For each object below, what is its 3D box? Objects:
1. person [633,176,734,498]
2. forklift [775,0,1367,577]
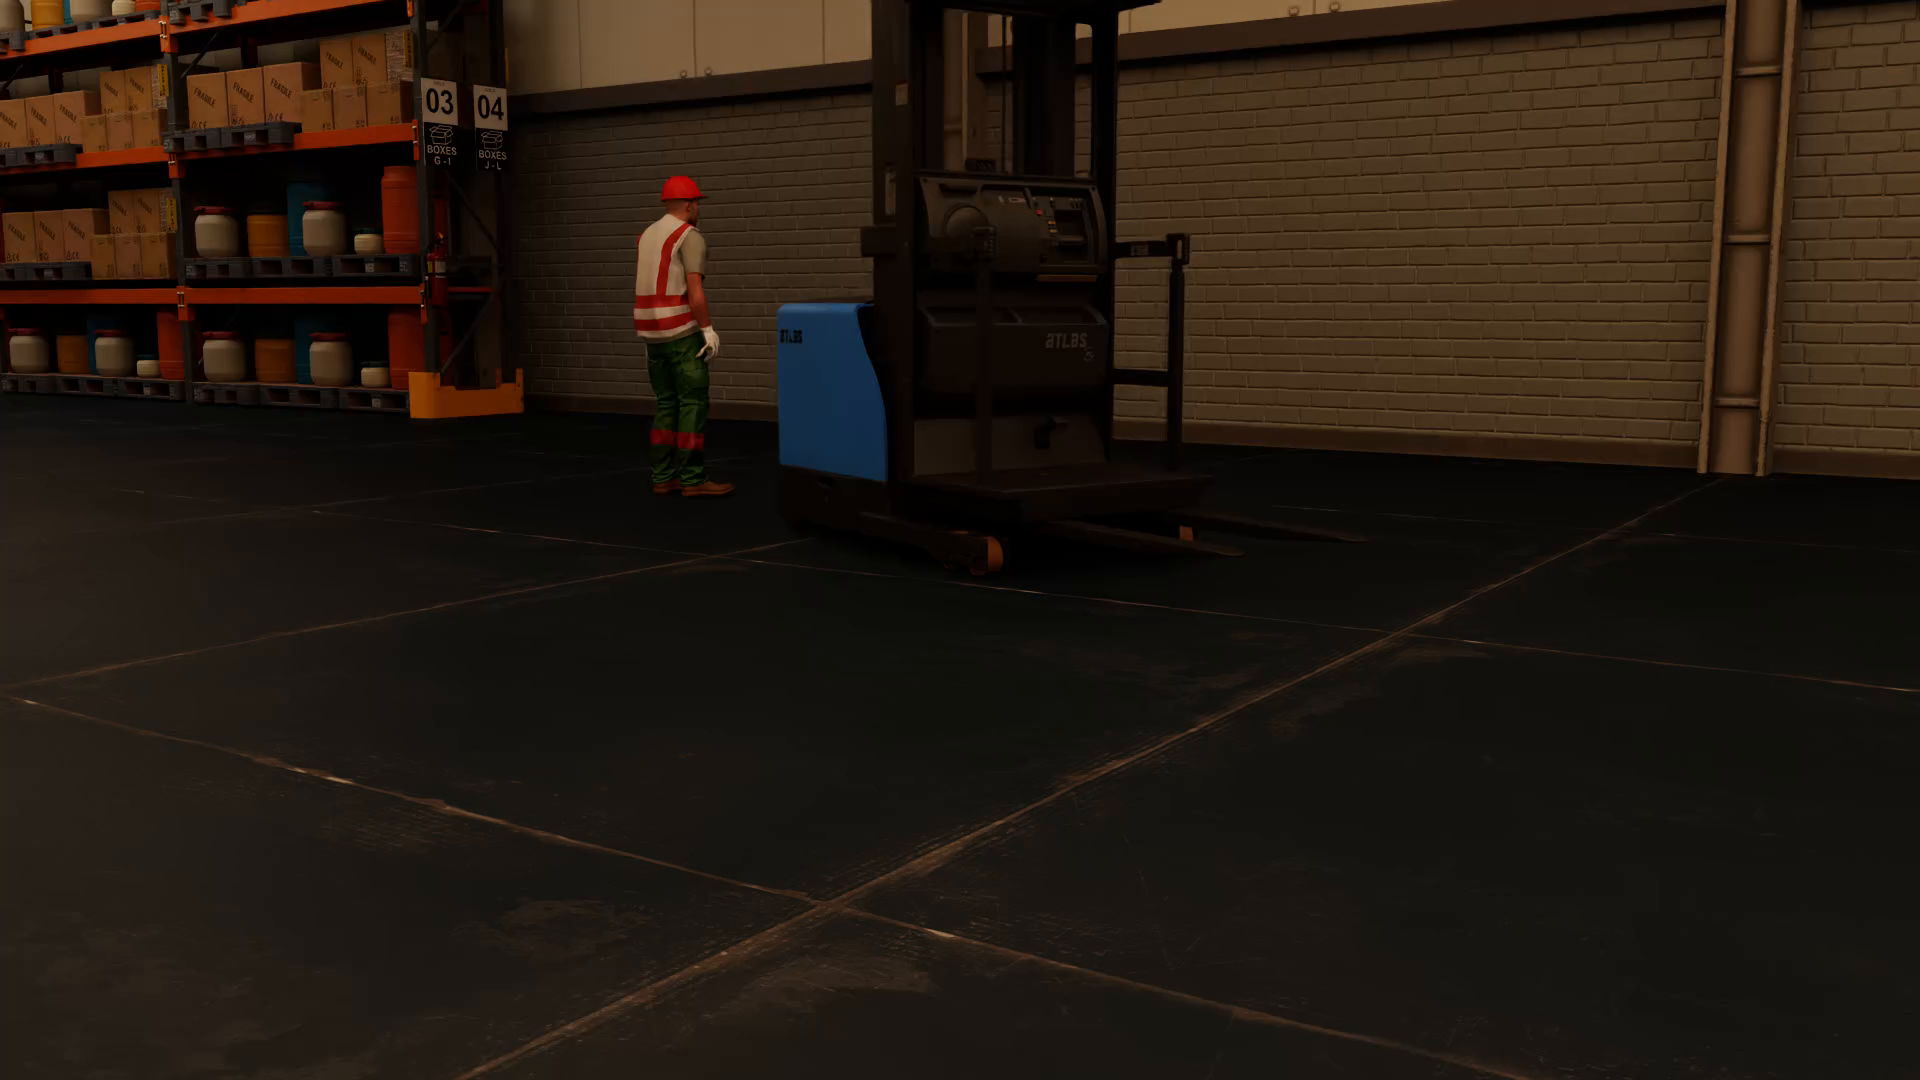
[{"bbox_3d":[-1.582,-1.144,9.343,0.450,1.779,0.619,-8,11,-44],"label":"person"},{"bbox_3d":[0.355,-1.380,6.899,1.130,2.935,3.031,-5,10,-34],"label":"forklift"}]
